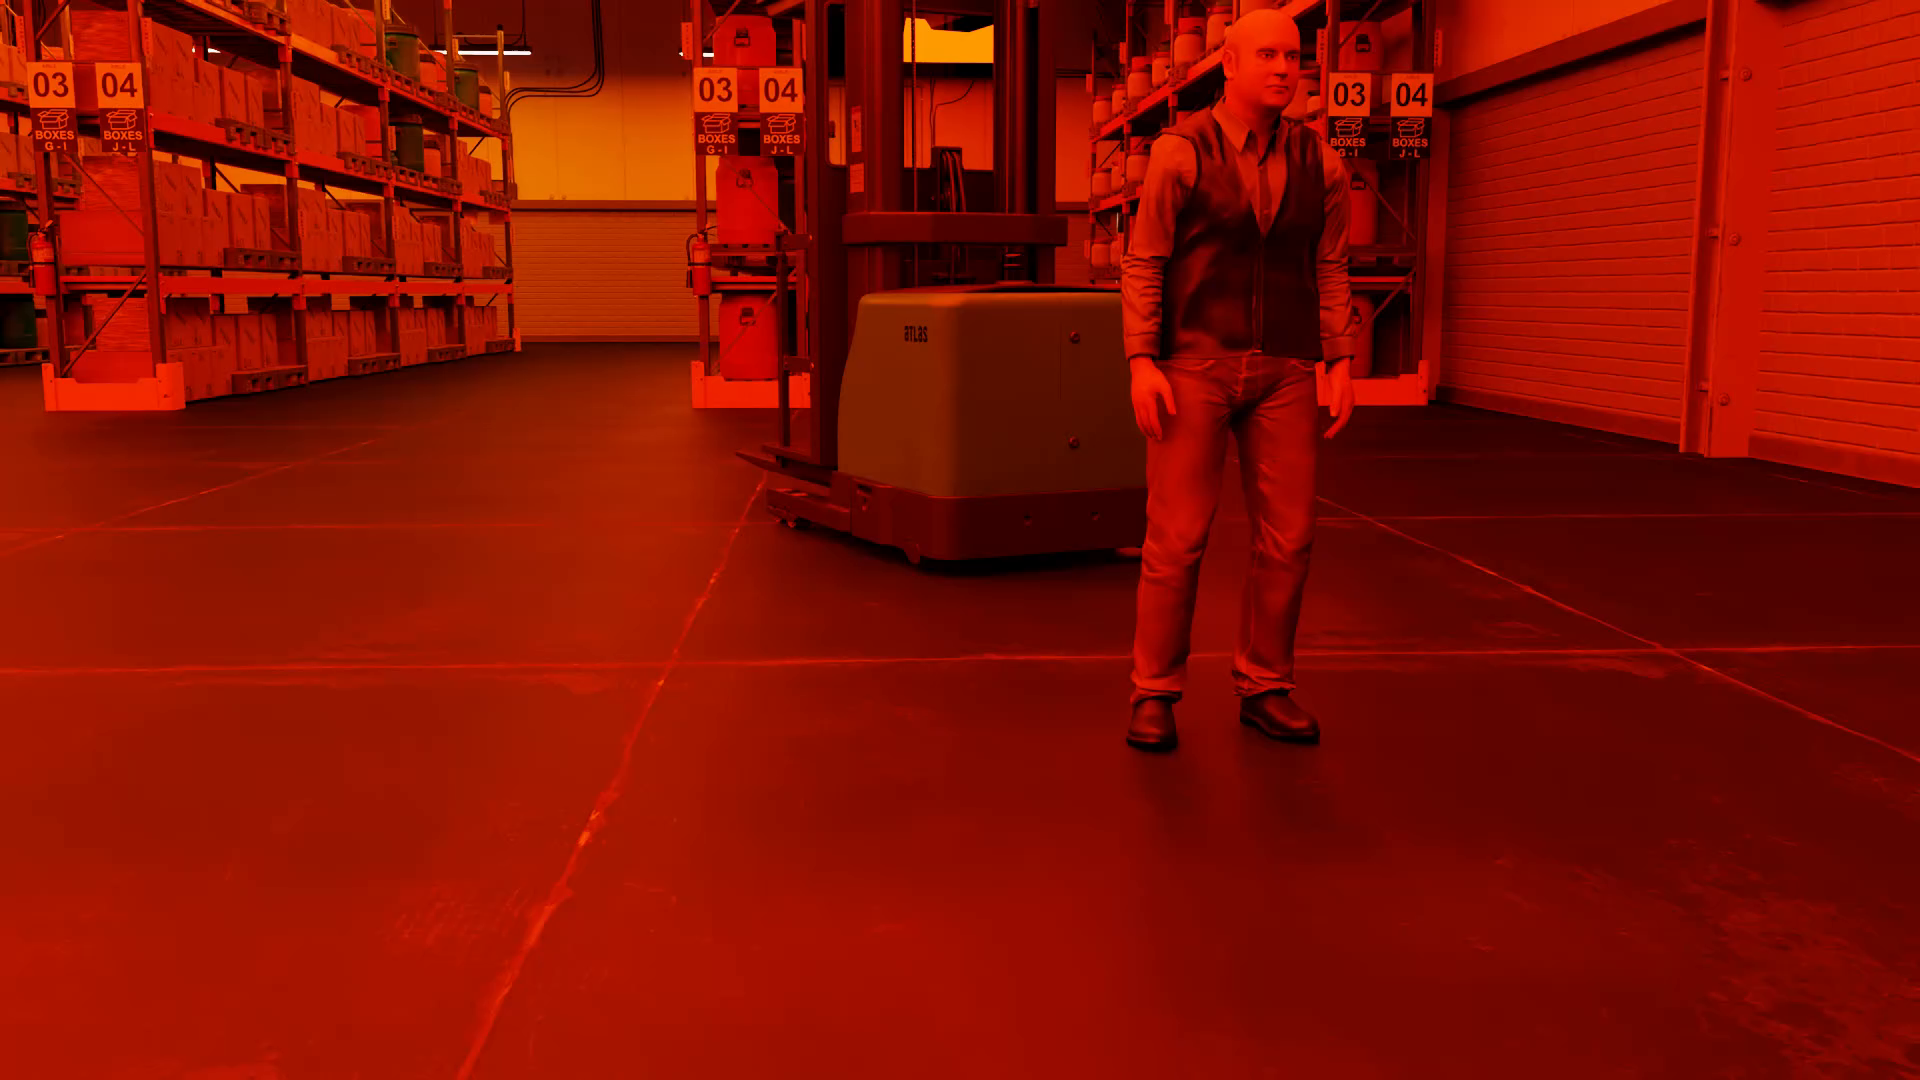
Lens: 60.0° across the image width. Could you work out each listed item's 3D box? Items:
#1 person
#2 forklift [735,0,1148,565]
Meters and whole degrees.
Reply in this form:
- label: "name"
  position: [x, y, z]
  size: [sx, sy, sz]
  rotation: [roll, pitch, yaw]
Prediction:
- label: "person"
  position: [0.667, -0.383, 4.028]
  size: [0.593, 1.722, 0.418]
  rotation: [-2, 9, -13]
- label: "forklift"
  position: [-0.264, -1.530, 7.637]
  size: [1.130, 2.935, 3.031]
  rotation: [-4, 9, -25]
